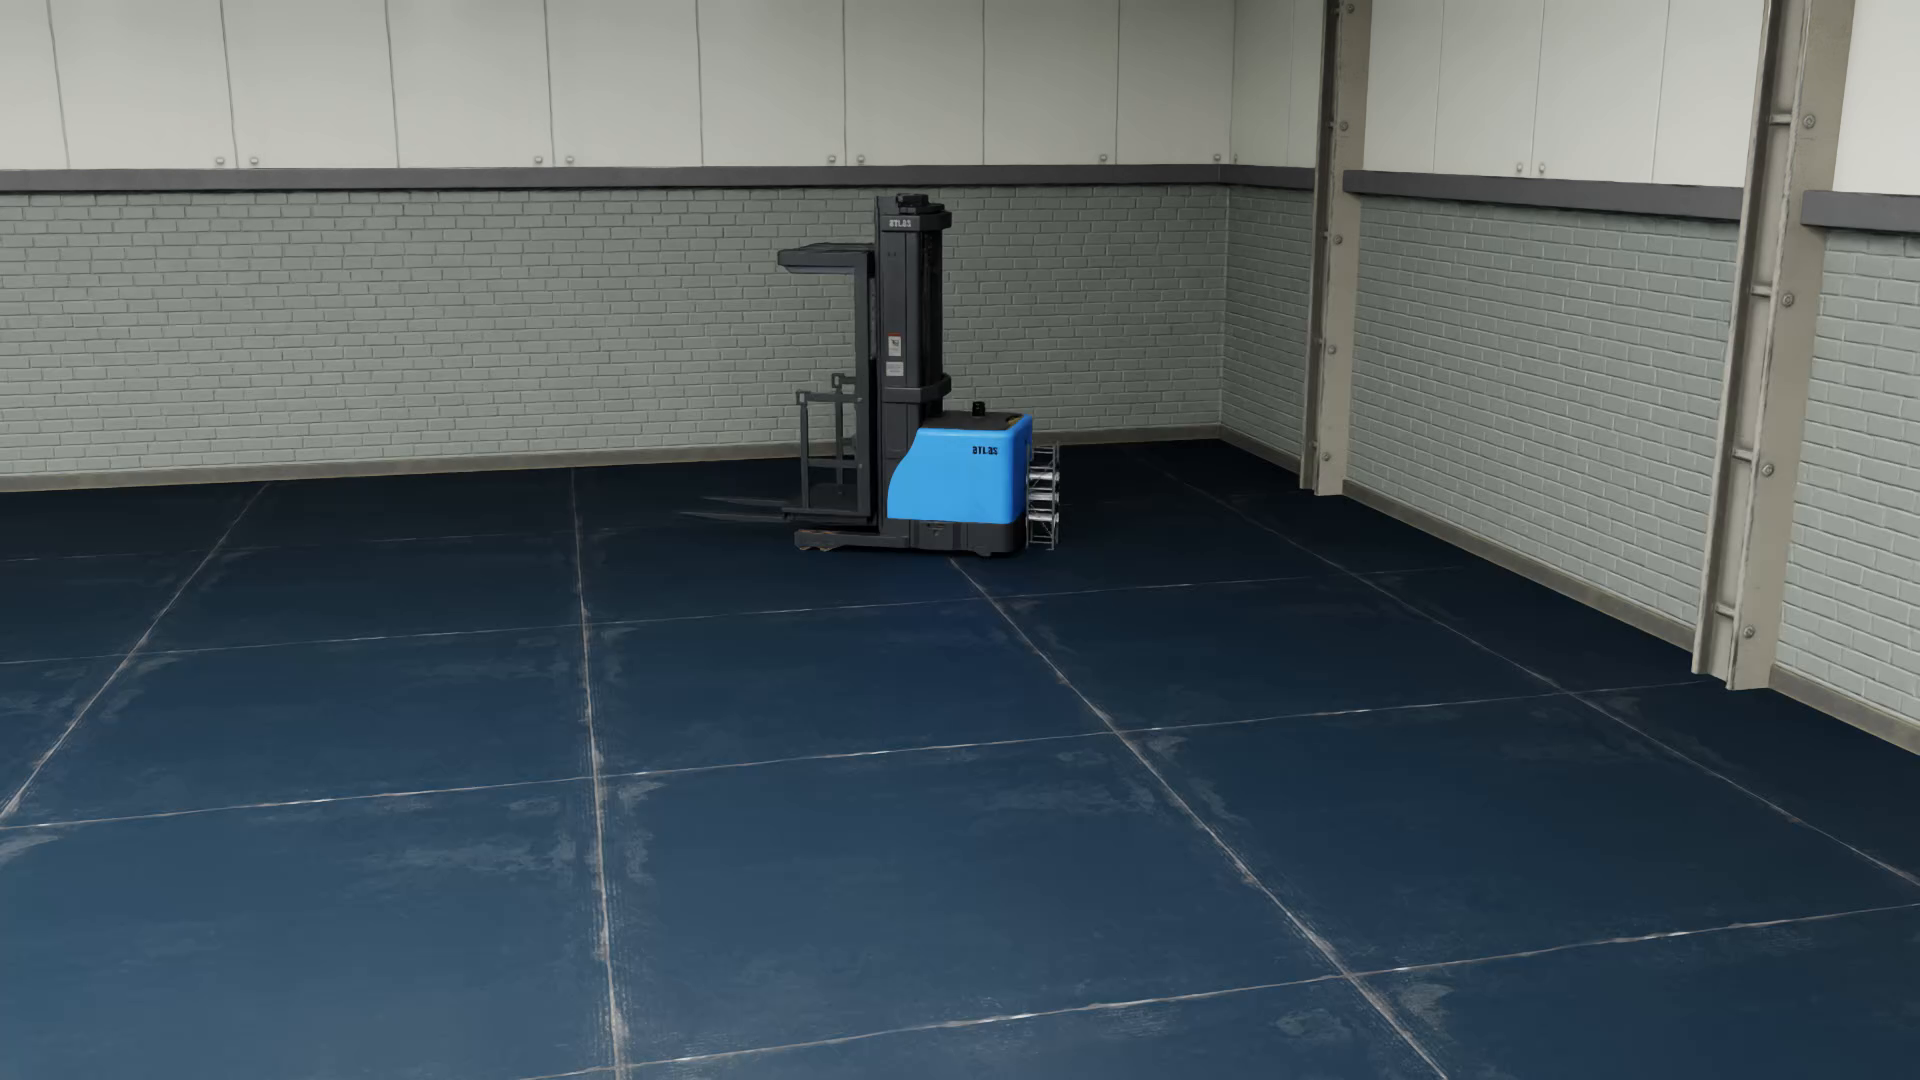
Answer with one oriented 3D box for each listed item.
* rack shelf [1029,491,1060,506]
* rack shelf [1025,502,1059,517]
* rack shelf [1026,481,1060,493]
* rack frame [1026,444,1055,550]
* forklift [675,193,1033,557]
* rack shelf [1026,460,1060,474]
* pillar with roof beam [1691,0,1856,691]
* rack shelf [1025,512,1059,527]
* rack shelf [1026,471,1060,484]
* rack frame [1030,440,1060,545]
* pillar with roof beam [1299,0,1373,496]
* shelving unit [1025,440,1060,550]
[{"bbox_3d":[0.700,-0.349,14.100,0.258,0.077,0.200,3,14,12],"label":"rack shelf"},{"bbox_3d":[0.700,-0.262,14.121,0.258,0.077,0.200,3,14,12],"label":"rack shelf"},{"bbox_3d":[0.700,-0.437,14.078,0.258,0.077,0.200,3,14,12],"label":"rack shelf"},{"bbox_3d":[0.678,-0.358,13.995,0.240,0.900,0.006,3,14,12],"label":"rack frame"},{"bbox_3d":[-0.930,-1.447,14.172,3.031,2.935,1.130,3,14,13],"label":"forklift"},{"bbox_3d":[0.701,-0.612,14.035,0.258,0.077,0.200,3,14,12],"label":"rack shelf"},{"bbox_3d":[0.800,-3.233,8.698,9.100,9.000,0.400,-3,14,-13],"label":"pillar with roof beam"},{"bbox_3d":[0.700,-0.174,14.142,0.258,0.077,0.200,3,14,12],"label":"rack shelf"},{"bbox_3d":[0.701,-0.524,14.057,0.258,0.077,0.200,3,14,12],"label":"rack shelf"},{"bbox_3d":[0.723,-0.405,14.188,0.240,0.900,0.006,3,14,12],"label":"rack frame"},{"bbox_3d":[-0.610,-4.617,14.364,9.100,9.000,0.400,-3,14,-13],"label":"pillar with roof beam"},{"bbox_3d":[0.700,-0.382,14.092,0.258,0.900,0.210,3,14,12],"label":"shelving unit"}]
